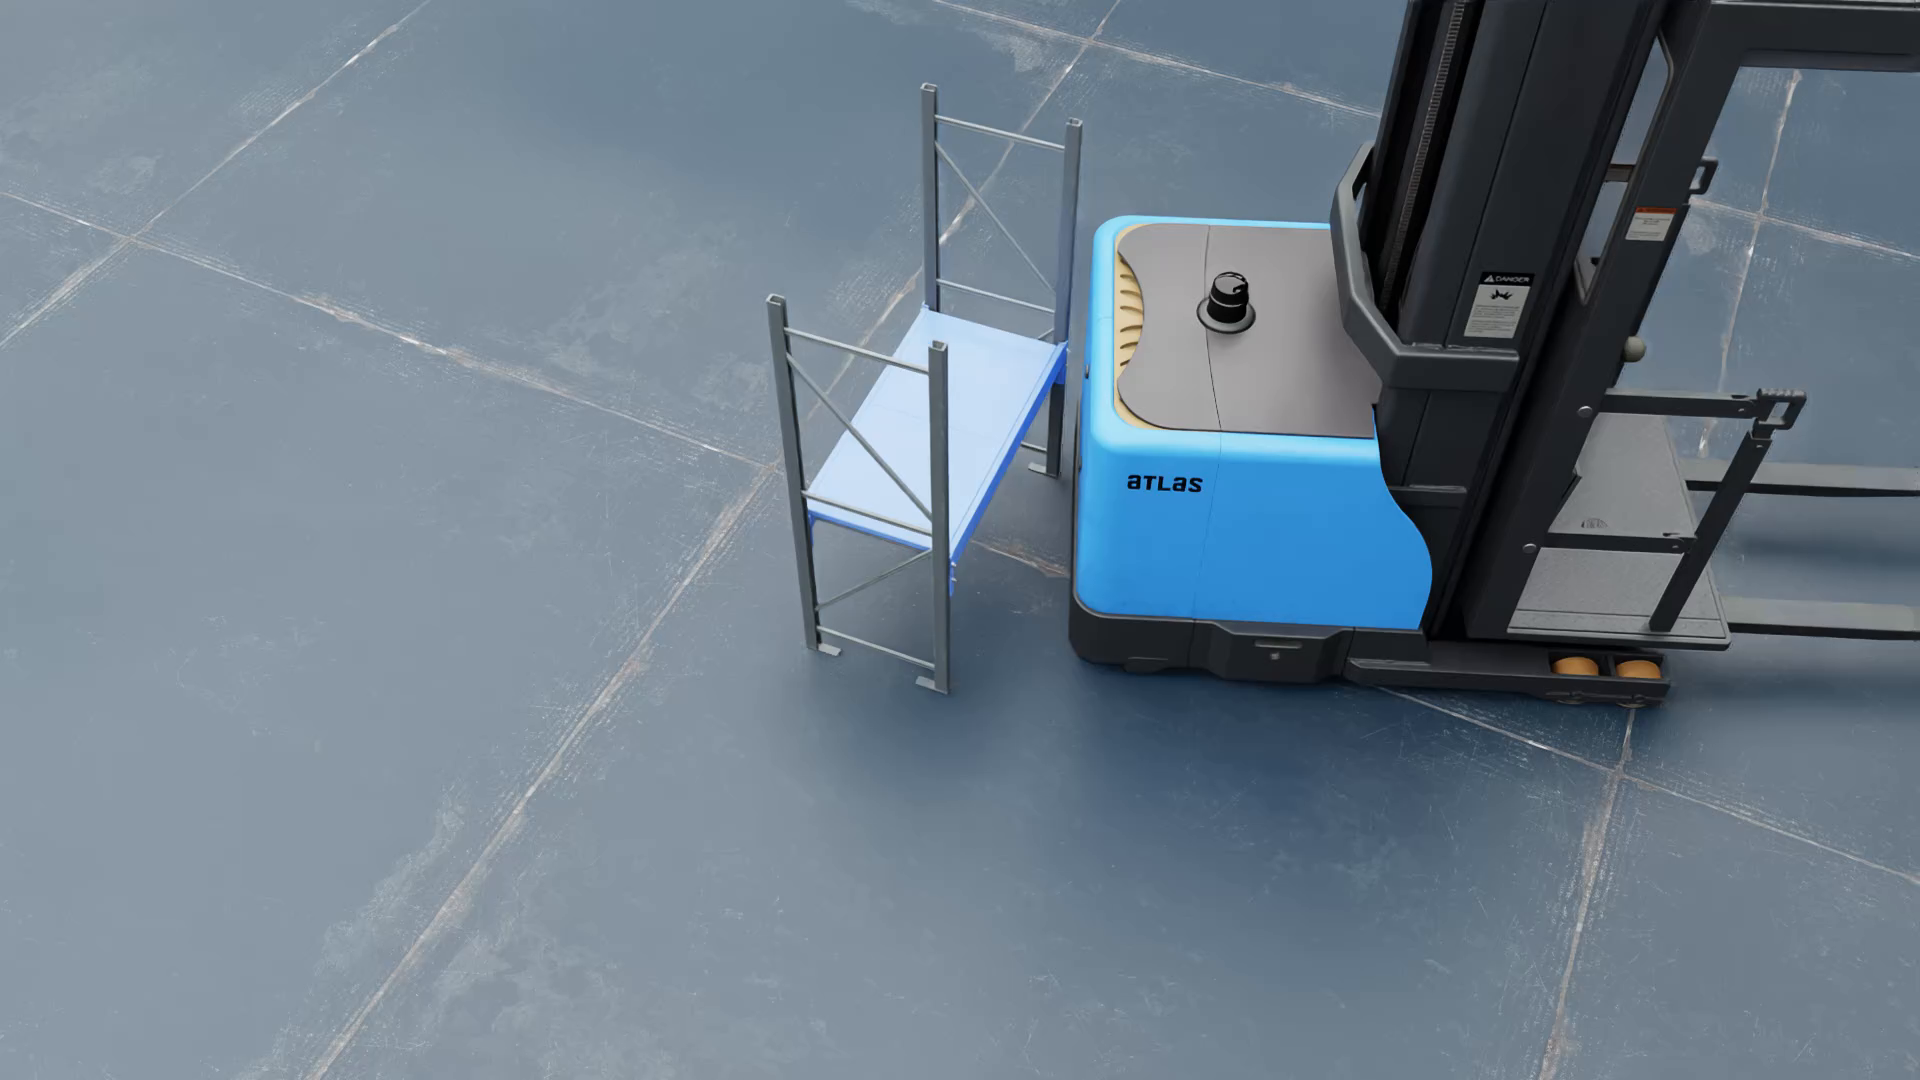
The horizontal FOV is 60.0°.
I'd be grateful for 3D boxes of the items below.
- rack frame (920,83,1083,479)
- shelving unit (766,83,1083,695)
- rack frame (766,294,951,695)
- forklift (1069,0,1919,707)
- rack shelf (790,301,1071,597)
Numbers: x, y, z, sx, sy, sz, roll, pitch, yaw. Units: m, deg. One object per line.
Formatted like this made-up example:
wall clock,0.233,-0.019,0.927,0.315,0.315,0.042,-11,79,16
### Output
rack frame,0.119,-0.789,5.437,0.500,1.500,0.032,17,52,14
shelving unit,-0.074,-0.431,5.132,0.538,1.500,1.048,17,52,14
rack frame,-0.267,-0.073,4.827,0.500,1.500,0.032,17,52,14
forklift,1.892,-0.839,4.539,3.031,2.935,1.130,3,50,2
rack shelf,-0.074,-0.314,5.269,0.538,0.185,1.000,17,52,14
